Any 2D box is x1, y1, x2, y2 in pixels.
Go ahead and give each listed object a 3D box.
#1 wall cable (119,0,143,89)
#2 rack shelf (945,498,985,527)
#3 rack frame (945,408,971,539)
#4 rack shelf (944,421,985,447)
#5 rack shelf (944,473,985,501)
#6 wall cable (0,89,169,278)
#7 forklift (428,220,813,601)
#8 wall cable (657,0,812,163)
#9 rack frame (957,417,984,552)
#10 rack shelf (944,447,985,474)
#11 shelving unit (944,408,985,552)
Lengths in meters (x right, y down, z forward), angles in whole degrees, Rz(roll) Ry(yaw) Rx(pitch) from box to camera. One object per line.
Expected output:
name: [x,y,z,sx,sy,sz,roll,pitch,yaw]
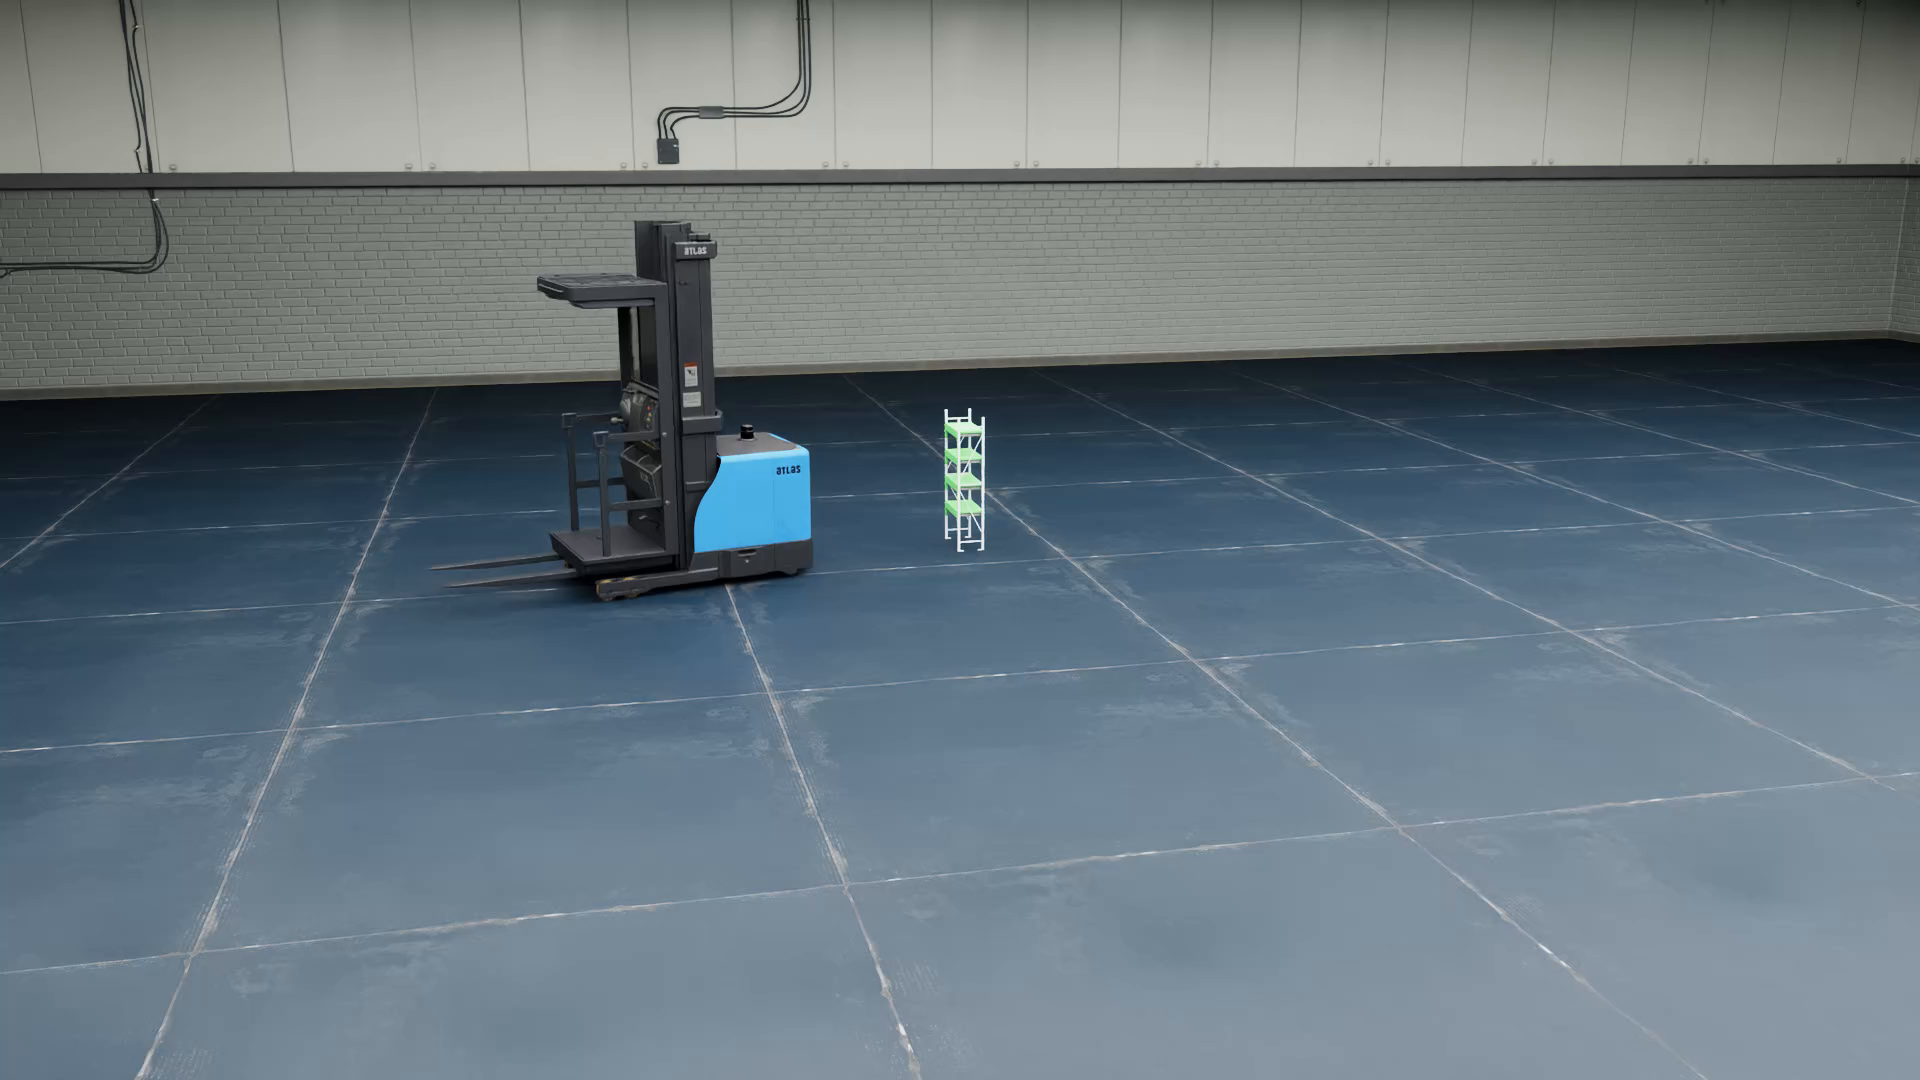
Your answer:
wall cable: [-9.924,-7.451,22.688,3.097,2.526,0.112,-3,14,-13]
rack shelf: [0.039,-0.249,15.023,0.258,0.148,0.480,-3,14,-13]
rack frame: [-0.018,-0.601,15.182,0.240,1.200,0.015,-3,14,-13]
rack shelf: [0.039,-0.949,14.853,0.258,0.148,0.480,-3,14,-13]
rack shelf: [0.039,-0.483,14.966,0.258,0.148,0.480,-3,14,-13]
wall cable: [-12.554,-4.847,22.670,3.097,2.526,0.112,-3,14,-13]
forklift: [-2.793,-1.080,13.493,3.031,2.935,1.130,-7,15,-26]
wall cable: [-3.322,-8.533,24.049,2.305,6.003,0.169,-3,14,-13]
rack frame: [0.096,-0.488,14.721,0.240,1.200,0.015,-3,14,-13]
rack shelf: [0.039,-0.716,14.910,0.258,0.148,0.480,-3,14,-13]
shelving unit: [0.039,-0.545,14.951,0.258,1.200,0.503,-3,14,-13]
